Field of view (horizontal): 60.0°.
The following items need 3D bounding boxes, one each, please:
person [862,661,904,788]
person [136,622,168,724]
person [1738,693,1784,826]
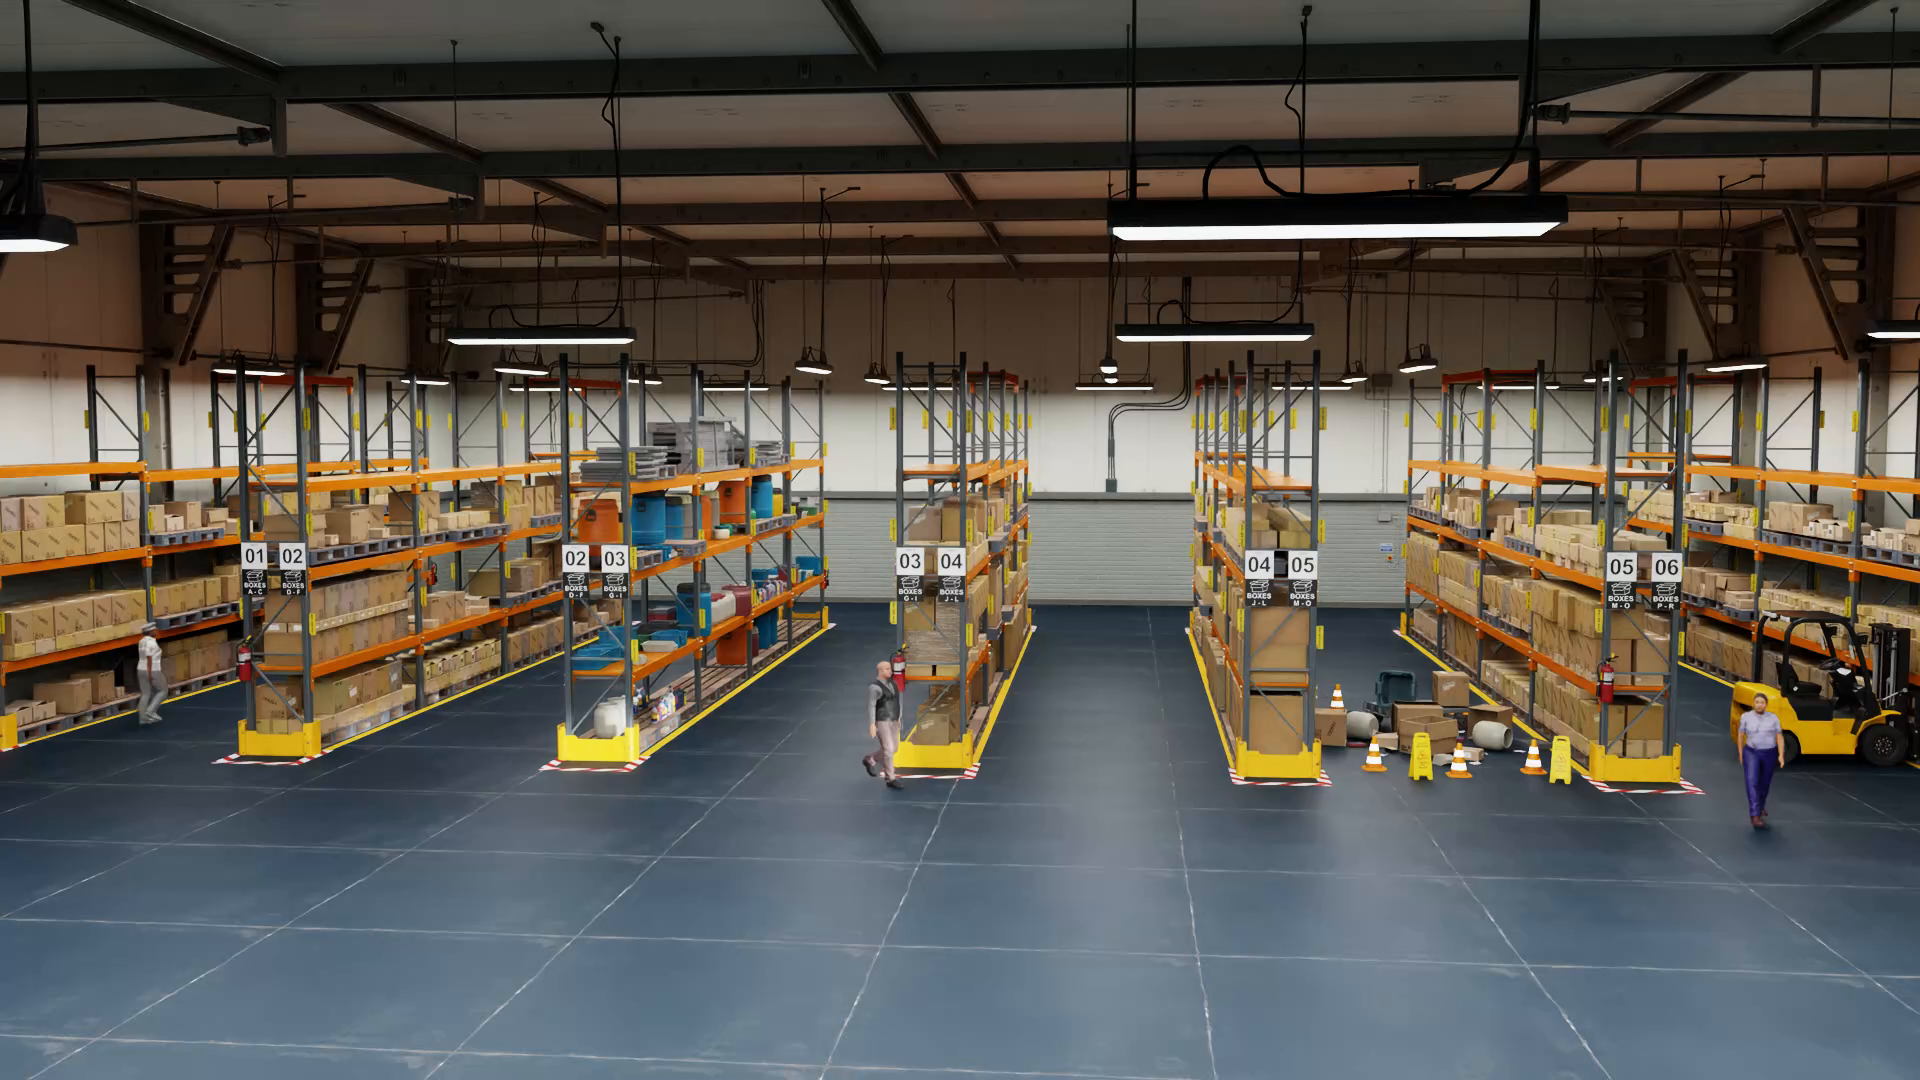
[{"bbox_3d":[-1.046,2.518,22.944,0.834,1.702,0.564,3,5,33],"label":"person"},{"bbox_3d":[-13.434,2.198,27.581,0.494,1.672,0.460,1,4,19],"label":"person"},{"bbox_3d":[9.998,2.709,20.731,0.501,1.596,0.949,1,4,14],"label":"person"}]
